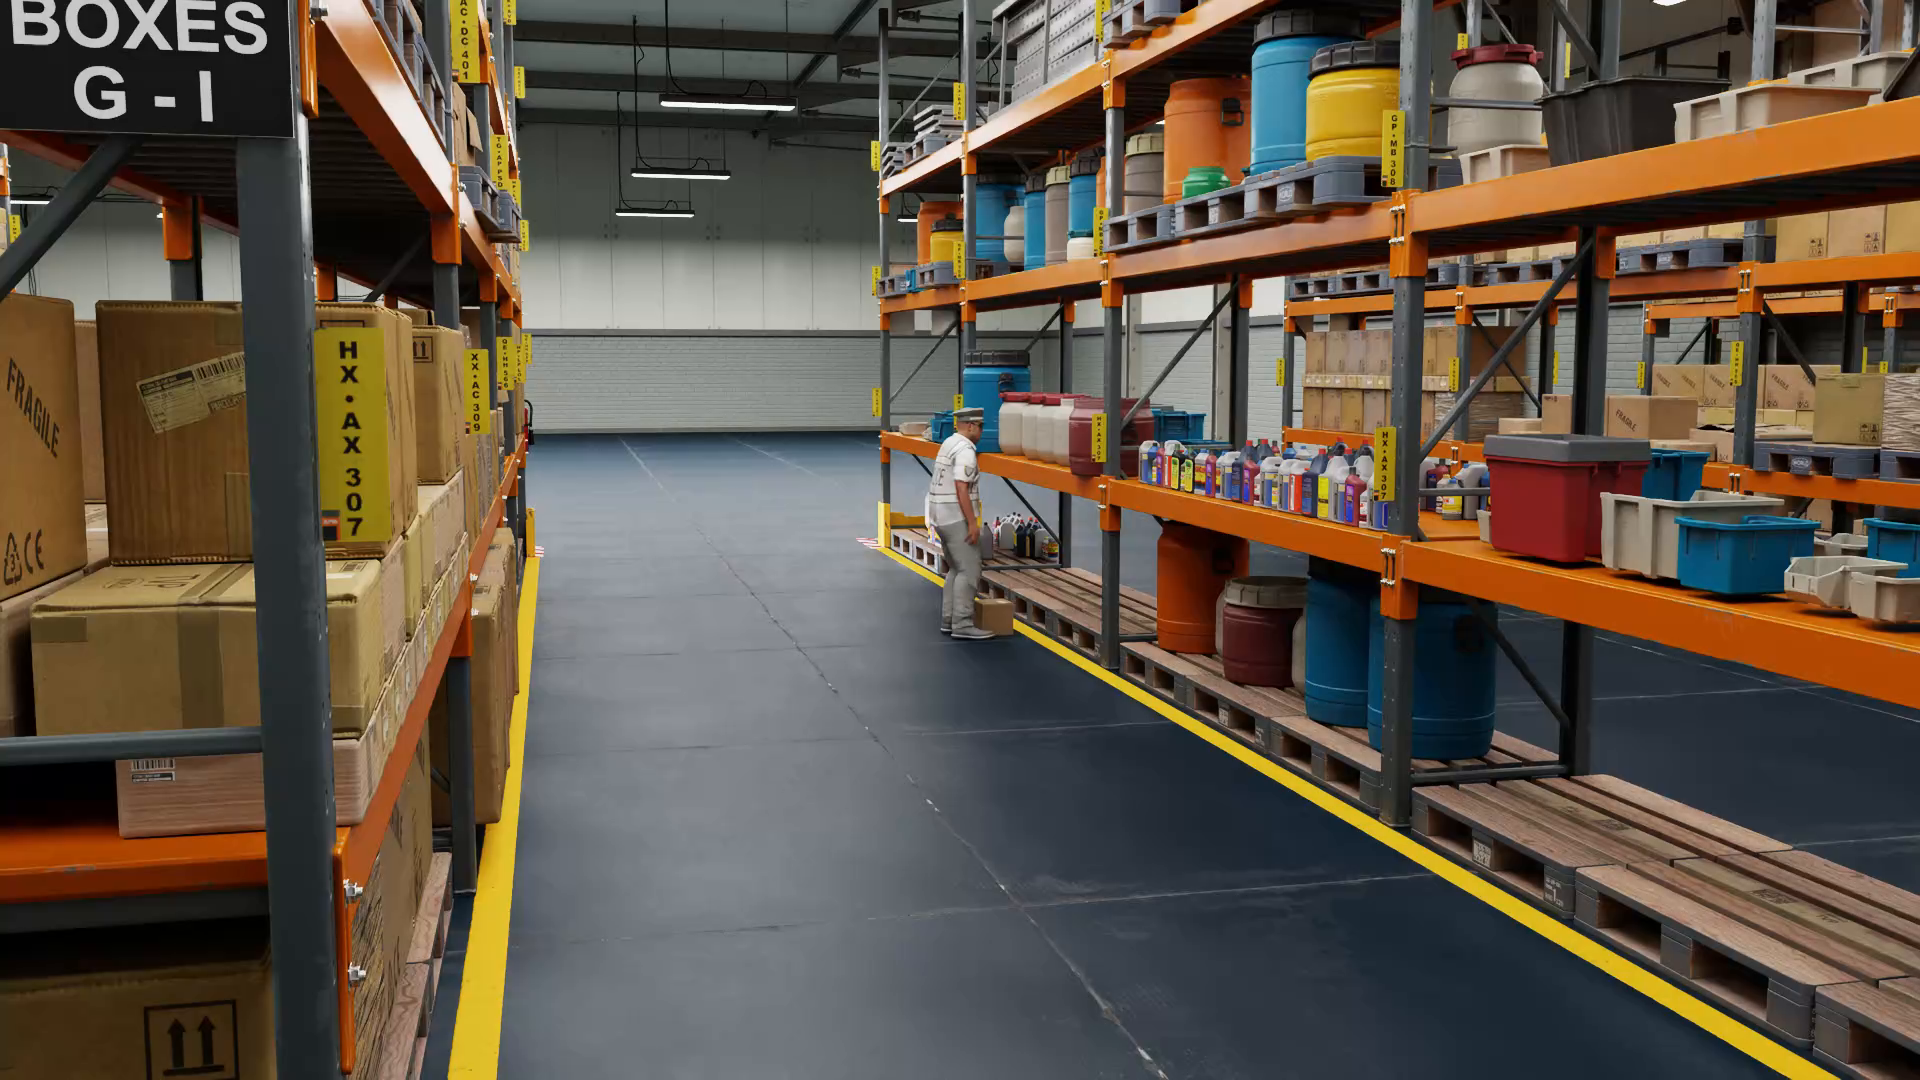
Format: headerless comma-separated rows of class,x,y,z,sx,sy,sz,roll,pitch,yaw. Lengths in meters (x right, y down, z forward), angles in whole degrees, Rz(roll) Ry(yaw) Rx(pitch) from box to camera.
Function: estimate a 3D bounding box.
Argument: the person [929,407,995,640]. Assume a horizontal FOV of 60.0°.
person,-0.004,-0.139,12.713,0.439,1.748,0.586,-1,6,-13
